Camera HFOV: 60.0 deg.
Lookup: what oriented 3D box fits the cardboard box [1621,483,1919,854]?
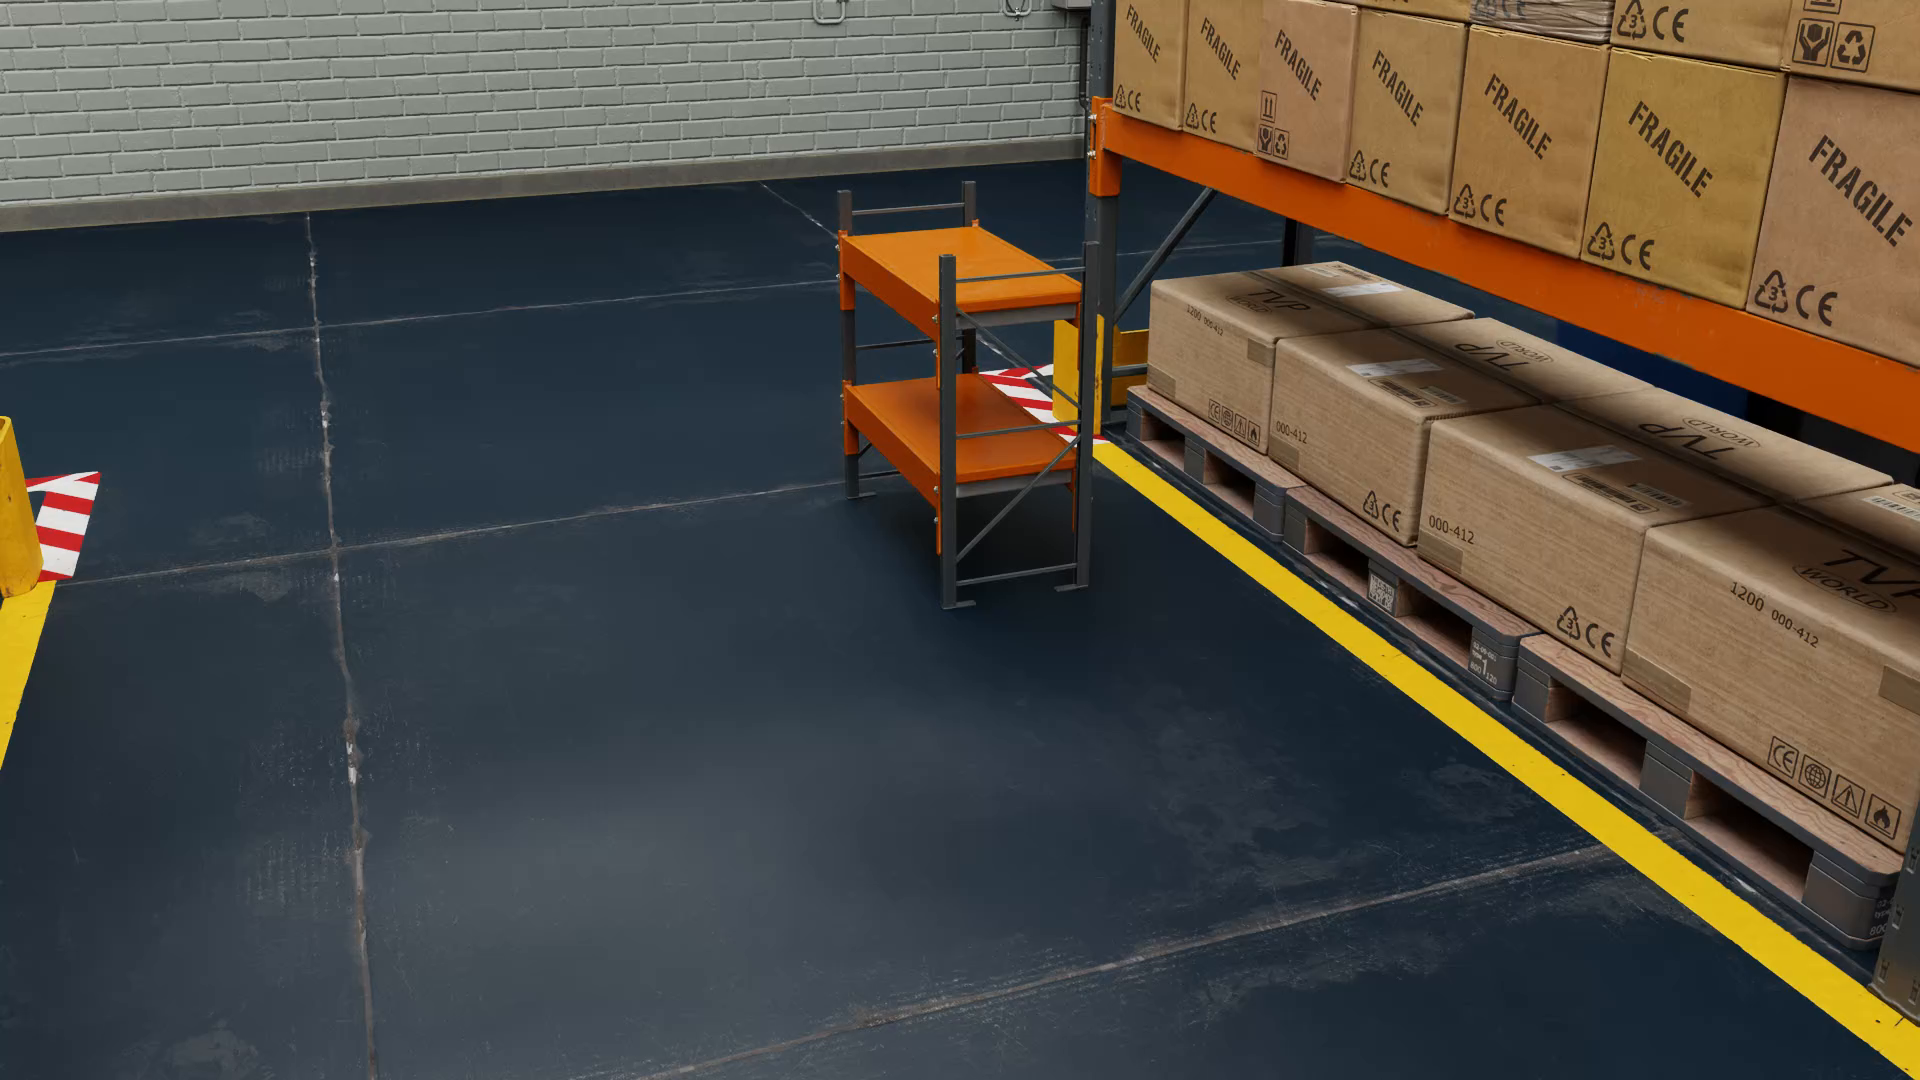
[{"bbox_3d":[2.277,0.264,4.019,0.875,0.438,0.875,-9,24,-20],"label":"cardboard box"}]

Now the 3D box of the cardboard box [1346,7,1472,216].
[{"bbox_3d":[1.447,-1.219,4.650,0.500,0.500,0.500,-8,24,-17],"label":"cardboard box"}]

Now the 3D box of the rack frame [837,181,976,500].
[{"bbox_3d":[-0.182,-0.705,5.976,0.500,1.125,0.032,-8,24,-19],"label":"rack frame"}]

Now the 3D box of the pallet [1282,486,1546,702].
[{"bbox_3d":[1.768,0.074,5.303,1.003,0.211,1.213,-8,24,-19],"label":"pallet"}]

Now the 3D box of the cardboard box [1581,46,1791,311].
[{"bbox_3d":[1.809,-0.846,3.766,0.500,0.500,0.500,-9,24,-20],"label":"cardboard box"}]

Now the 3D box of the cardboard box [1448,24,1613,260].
[{"bbox_3d":[1.617,-1.026,4.194,0.500,0.500,0.500,-9,24,-20],"label":"cardboard box"}]

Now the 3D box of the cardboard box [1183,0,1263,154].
[{"bbox_3d":[1.091,-1.586,5.521,0.500,0.500,0.500,-9,24,-20],"label":"cardboard box"}]

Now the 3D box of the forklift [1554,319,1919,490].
[{"bbox_3d":[3.342,-1.315,5.096,1.130,2.935,3.031,-8,24,-19],"label":"forklift"}]

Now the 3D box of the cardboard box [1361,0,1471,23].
[{"bbox_3d":[1.444,-1.673,4.441,0.500,0.500,0.500,-8,24,-19],"label":"cardboard box"}]

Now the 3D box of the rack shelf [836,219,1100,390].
[{"bbox_3d":[-0.002,-0.791,5.424,0.538,0.278,1.000,-8,24,-19],"label":"rack shelf"}]

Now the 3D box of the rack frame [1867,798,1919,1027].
[{"bbox_3d":[2.399,-0.480,3.027,1.000,3.000,0.127,-8,24,-19],"label":"rack frame"}]

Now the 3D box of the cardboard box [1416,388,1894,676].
[{"bbox_3d":[1.960,-0.061,4.790,0.875,0.438,0.875,-9,25,-21],"label":"cardboard box"}]

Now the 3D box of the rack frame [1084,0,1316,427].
[{"bbox_3d":[0.986,-1.933,6.475,1.000,3.000,0.127,-8,24,-19],"label":"rack frame"}]

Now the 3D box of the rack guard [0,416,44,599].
[{"bbox_3d":[-3.583,-0.038,5.196,1.175,0.500,0.348,-8,24,-19],"label":"rack guard"}]

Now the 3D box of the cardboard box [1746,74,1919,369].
[{"bbox_3d":[1.996,-0.659,3.324,0.500,0.500,0.500,-8,24,-19],"label":"cardboard box"}]

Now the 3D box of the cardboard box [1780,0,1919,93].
[{"bbox_3d":[1.974,-1.120,3.130,0.500,0.500,0.500,-9,24,-19],"label":"cardboard box"}]

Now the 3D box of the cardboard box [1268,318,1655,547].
[{"bbox_3d":[1.643,-0.389,5.568,0.875,0.438,0.875,-8,24,-18],"label":"cardboard box"}]

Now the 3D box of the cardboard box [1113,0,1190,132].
[{"bbox_3d":[0.886,-1.766,5.948,0.500,0.500,0.500,-9,24,-19],"label":"cardboard box"}]

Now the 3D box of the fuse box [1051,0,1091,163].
[{"bbox_3d":[0.988,-3.620,12.137,0.539,1.711,0.414,-8,24,-19],"label":"fuse box"}]

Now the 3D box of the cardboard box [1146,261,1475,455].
[{"bbox_3d":[1.312,-0.720,6.355,0.875,0.438,0.875,-9,25,-21],"label":"cardboard box"}]

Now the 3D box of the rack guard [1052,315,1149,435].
[{"bbox_3d":[0.977,-0.790,6.981,1.175,0.500,0.348,-8,24,-19],"label":"rack guard"}]

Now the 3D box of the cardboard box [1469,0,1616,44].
[{"bbox_3d":[1.613,-1.489,4.006,0.500,0.500,0.500,-8,24,-18],"label":"cardboard box"}]

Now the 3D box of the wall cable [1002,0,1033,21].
[{"bbox_3d":[0.294,-4.646,11.603,0.588,1.984,0.122,-8,24,-19],"label":"wall cable"}]

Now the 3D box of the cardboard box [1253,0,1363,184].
[{"bbox_3d":[1.254,-1.398,5.077,0.500,0.500,0.500,-8,24,-19],"label":"cardboard box"}]

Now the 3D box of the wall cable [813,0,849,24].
[{"bbox_3d":[-1.028,-4.462,11.125,0.585,1.953,0.123,-8,24,-19],"label":"wall cable"}]

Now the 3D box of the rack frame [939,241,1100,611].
[{"bbox_3d":[0.177,-0.336,5.099,0.500,1.125,0.032,-8,24,-19],"label":"rack frame"}]

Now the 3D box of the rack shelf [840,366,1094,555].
[{"bbox_3d":[-0.002,-0.295,5.632,0.538,0.278,1.000,-8,24,-19],"label":"rack shelf"}]

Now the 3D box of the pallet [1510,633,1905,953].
[{"bbox_3d":[2.203,0.518,4.249,1.003,0.211,1.213,-8,24,-19],"label":"pallet"}]

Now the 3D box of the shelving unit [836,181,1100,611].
[{"bbox_3d":[-0.002,-0.521,5.537,0.538,1.125,1.048,-8,24,-19],"label":"shelving unit"}]

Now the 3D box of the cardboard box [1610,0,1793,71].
[{"bbox_3d":[1.802,-1.306,3.570,0.500,0.500,0.500,-9,24,-20],"label":"cardboard box"}]

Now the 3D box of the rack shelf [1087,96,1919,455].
[{"bbox_3d":[1.692,-0.875,4.890,1.077,0.370,4.000,-8,24,-19],"label":"rack shelf"}]

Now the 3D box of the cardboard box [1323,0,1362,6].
[{"bbox_3d":[1.267,-1.854,4.870,0.500,0.500,0.500,-9,24,-19],"label":"cardboard box"}]

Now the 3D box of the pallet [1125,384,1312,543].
[{"bbox_3d":[1.341,-0.369,6.353,1.003,0.211,1.213,-8,24,-19],"label":"pallet"}]
